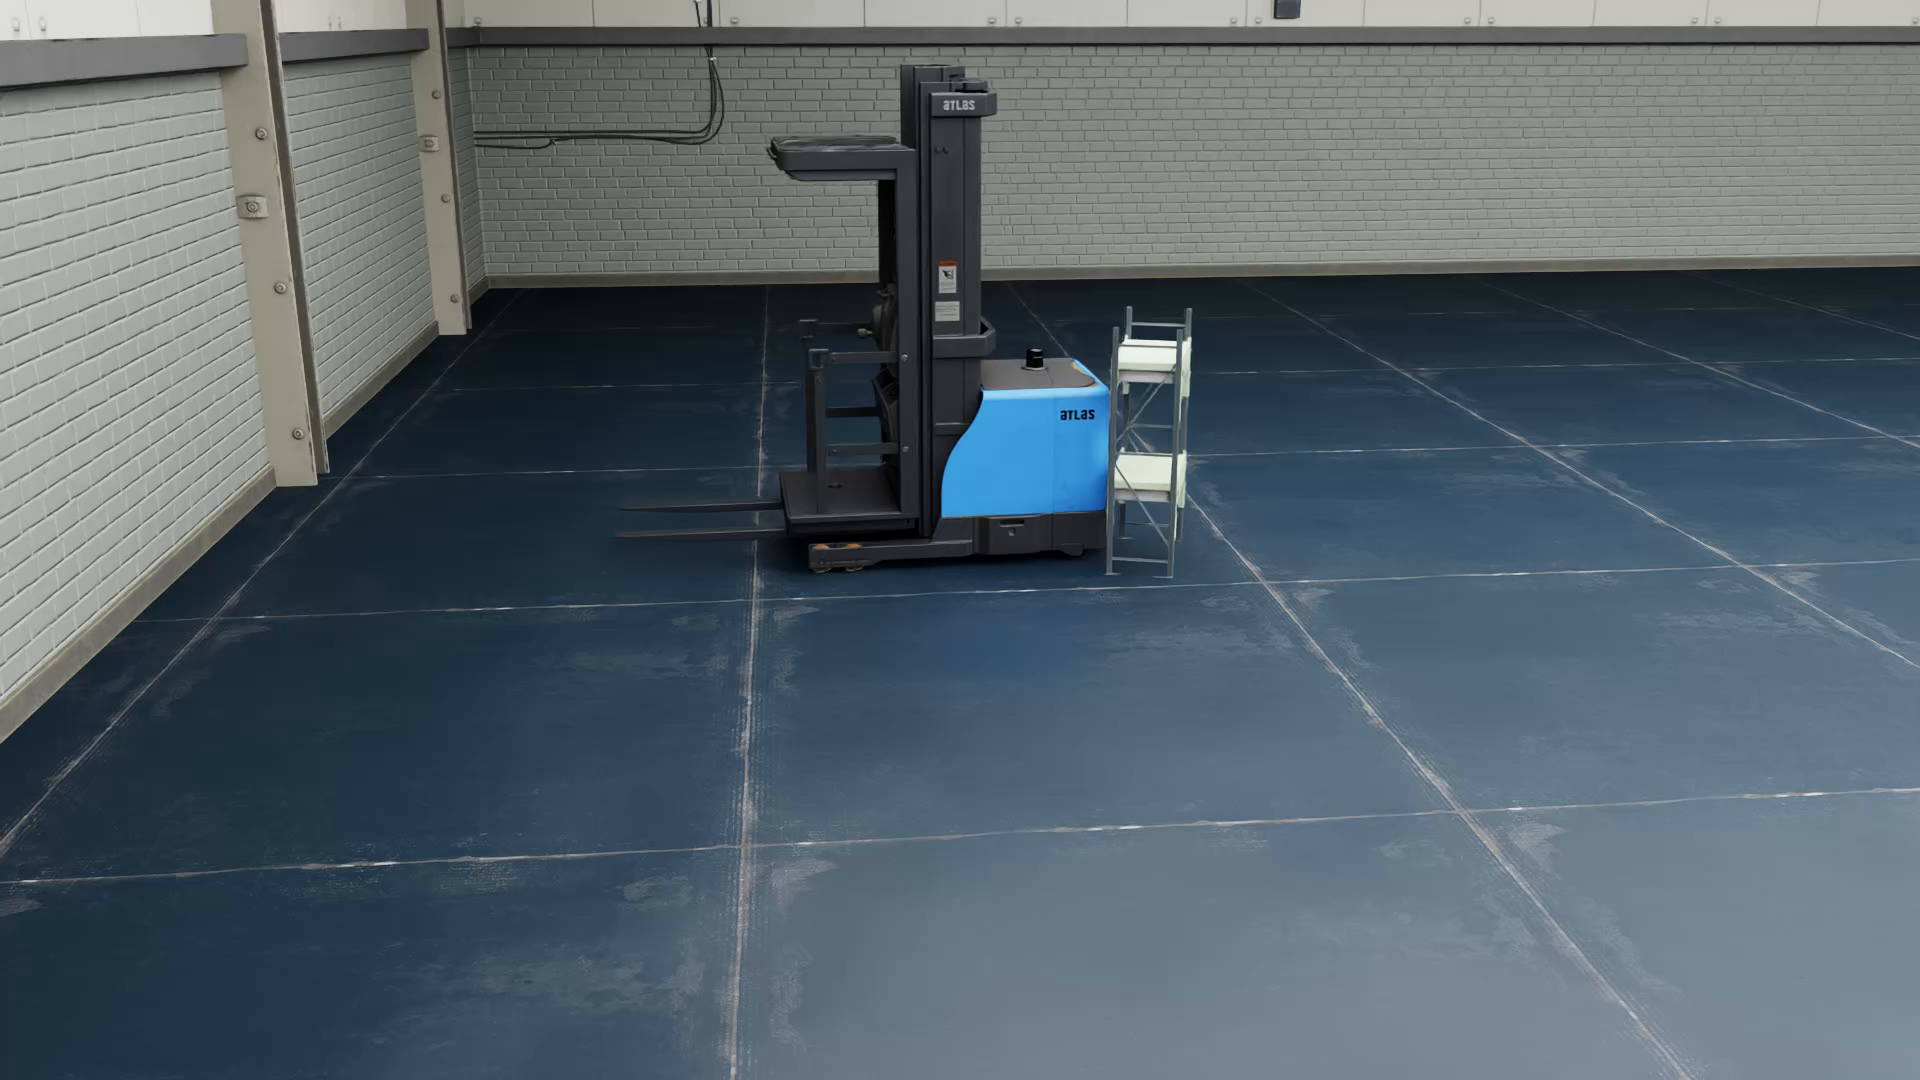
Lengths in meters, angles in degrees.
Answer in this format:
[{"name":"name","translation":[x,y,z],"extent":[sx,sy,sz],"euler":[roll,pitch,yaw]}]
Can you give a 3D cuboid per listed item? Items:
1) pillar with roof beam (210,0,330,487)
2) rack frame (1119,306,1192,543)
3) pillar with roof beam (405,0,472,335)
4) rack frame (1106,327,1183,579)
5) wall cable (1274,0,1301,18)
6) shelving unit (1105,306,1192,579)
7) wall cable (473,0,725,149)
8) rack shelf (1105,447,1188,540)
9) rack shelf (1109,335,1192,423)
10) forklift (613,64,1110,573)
[{"name":"pillar with roof beam","translation":[-0.511,-4.872,11.171],"extent":[9.100,9.000,0.400],"euler":[-2,18,-6]},{"name":"rack frame","translation":[1.222,-0.712,10.439],"extent":[0.400,1.500,0.023],"euler":[4,18,11]},{"name":"pillar with roof beam","translation":[-1.130,-6.659,16.865],"extent":[9.100,9.000,0.400],"euler":[-2,18,-6]},{"name":"rack frame","translation":[1.077,-0.497,9.755],"extent":[0.400,1.500,0.023],"euler":[4,18,11]},{"name":"wall cable","translation":[5.044,-9.356,19.777],"extent":[2.305,6.003,0.169],"euler":[-2,18,-6]},{"name":"shelving unit","translation":[1.149,-0.604,10.097],"extent":[0.431,1.500,0.755],"euler":[4,18,11]},{"name":"wall cable","translation":[-4.401,-5.963,19.833],"extent":[3.097,2.526,0.112],"euler":[-2,18,-6]},{"name":"rack shelf","translation":[1.149,-0.293,10.195],"extent":[0.431,0.370,0.720],"euler":[4,18,11]},{"name":"rack shelf","translation":[1.150,-0.976,9.980],"extent":[0.431,0.370,0.720],"euler":[4,18,11]},{"name":"forklift","translation":[-0.636,-1.370,10.147],"extent":[3.031,2.935,1.130],"euler":[-3,18,-8]}]
